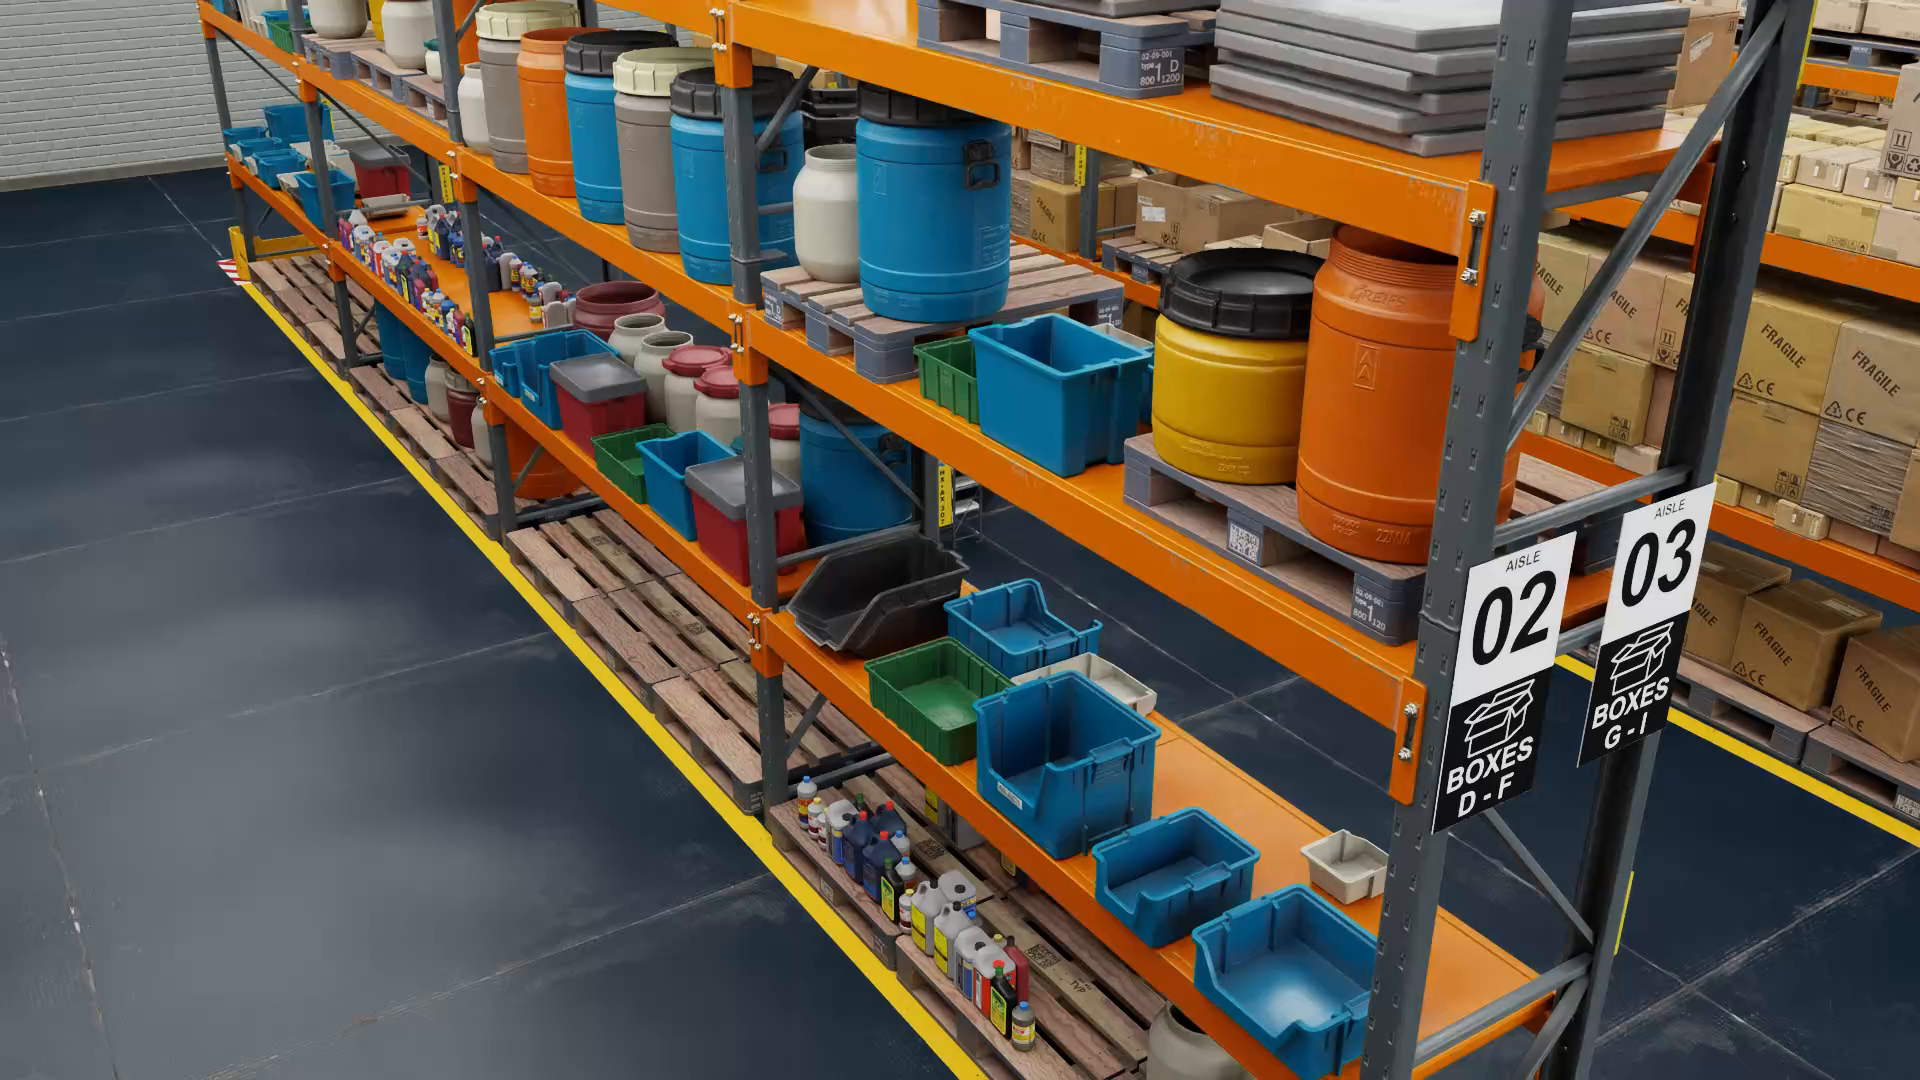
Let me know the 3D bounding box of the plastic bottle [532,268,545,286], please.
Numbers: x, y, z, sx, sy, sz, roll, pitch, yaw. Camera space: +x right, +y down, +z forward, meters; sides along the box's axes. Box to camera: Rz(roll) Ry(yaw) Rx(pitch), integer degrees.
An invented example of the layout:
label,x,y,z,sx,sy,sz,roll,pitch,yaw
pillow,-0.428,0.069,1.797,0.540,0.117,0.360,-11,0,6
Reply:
label,x,y,z,sx,sy,sz,roll,pitch,yaw
plastic bottle,-3.117,-1.885,12.327,0.061,0.283,0.133,-16,29,-30

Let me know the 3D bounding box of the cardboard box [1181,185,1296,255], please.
label,x,y,z,sx,sy,sz,roll,pitch,yaw
cardboard box,2.128,-2.430,12.737,0.700,0.500,0.500,-11,27,-22

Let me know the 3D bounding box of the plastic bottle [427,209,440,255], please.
label,x,y,z,sx,sy,sz,roll,pitch,yaw
plastic bottle,-4.267,-2.523,13.601,0.144,0.351,0.185,-16,29,-30

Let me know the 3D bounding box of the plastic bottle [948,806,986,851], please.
label,x,y,z,sx,sy,sz,roll,pitch,yaw
plastic bottle,0.033,1.338,8.039,0.152,0.276,0.135,-16,29,-30

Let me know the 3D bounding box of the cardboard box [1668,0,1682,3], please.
label,x,y,z,sx,sy,sz,roll,pitch,yaw
cardboard box,6.107,-4.709,14.227,0.500,0.250,0.500,-15,29,-28

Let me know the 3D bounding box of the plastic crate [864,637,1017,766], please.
label,x,y,z,sx,sy,sz,roll,pitch,yaw
plastic crate,-0.050,0.677,7.012,0.450,0.188,0.662,-16,29,-30

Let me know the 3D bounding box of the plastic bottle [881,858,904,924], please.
label,x,y,z,sx,sy,sz,roll,pitch,yaw
plastic bottle,-0.304,1.581,7.516,0.061,0.283,0.133,-14,29,-27

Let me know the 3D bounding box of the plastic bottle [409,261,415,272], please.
label,x,y,z,sx,sy,sz,roll,pitch,yaw
plastic bottle,-4.063,-1.930,12.424,0.061,0.283,0.133,-16,29,-30

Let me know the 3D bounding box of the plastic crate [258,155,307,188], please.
label,x,y,z,sx,sy,sz,roll,pitch,yaw
plastic crate,-6.364,-3.470,15.675,0.416,0.233,0.300,-16,29,-30

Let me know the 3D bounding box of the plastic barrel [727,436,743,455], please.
label,x,y,z,sx,sy,sz,roll,pitch,yaw
plastic barrel,-1.149,-0.417,9.243,0.301,0.262,0.301,0,25,0

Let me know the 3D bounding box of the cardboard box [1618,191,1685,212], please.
label,x,y,z,sx,sy,sz,roll,pitch,yaw
cardboard box,3.919,-2.004,9.106,0.500,0.250,0.500,-16,30,-30

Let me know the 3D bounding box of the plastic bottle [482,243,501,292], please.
label,x,y,z,sx,sy,sz,roll,pitch,yaw
plastic bottle,-3.599,-2.079,12.660,0.144,0.351,0.185,-16,29,-30

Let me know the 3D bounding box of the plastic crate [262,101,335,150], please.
label,x,y,z,sx,sy,sz,roll,pitch,yaw
plastic crate,-6.766,-4.229,17.045,0.616,0.435,0.499,-16,29,-30

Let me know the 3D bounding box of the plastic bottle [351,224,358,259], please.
label,x,y,z,sx,sy,sz,roll,pitch,yaw
plastic bottle,-4.875,-2.423,13.482,0.097,0.271,0.097,0,25,0

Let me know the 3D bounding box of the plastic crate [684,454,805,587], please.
label,x,y,z,sx,sy,sz,roll,pitch,yaw
plastic crate,-1.075,-0.101,8.337,0.402,0.464,0.583,-16,29,-30

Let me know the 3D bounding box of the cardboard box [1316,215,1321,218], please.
label,x,y,z,sx,sy,sz,roll,pitch,yaw
cardboard box,4.207,-3.466,17.976,0.500,0.500,0.500,-15,29,-29

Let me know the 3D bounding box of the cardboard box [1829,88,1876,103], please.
label,x,y,z,sx,sy,sz,roll,pitch,yaw
cardboard box,9.766,-5.019,17.873,0.500,0.500,0.500,-16,30,-31

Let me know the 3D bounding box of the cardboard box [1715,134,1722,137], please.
label,x,y,z,sx,sy,sz,roll,pitch,yaw
cardboard box,4.089,-2.030,8.695,0.380,0.149,0.250,-16,30,-31

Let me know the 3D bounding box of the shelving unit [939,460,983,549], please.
label,x,y,z,sx,sy,sz,roll,pitch,yaw
shelving unit,-0.004,-0.410,11.526,0.258,0.900,0.210,-16,29,-30

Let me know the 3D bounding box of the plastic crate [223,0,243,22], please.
label,x,y,z,sx,sy,sz,roll,pitch,yaw
plastic crate,-6.502,-4.980,15.307,0.504,0.338,0.767,-16,29,-30

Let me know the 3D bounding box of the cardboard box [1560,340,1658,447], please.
label,x,y,z,sx,sy,sz,roll,pitch,yaw
cardboard box,4.032,-0.941,9.727,0.875,0.500,0.500,-16,29,-30

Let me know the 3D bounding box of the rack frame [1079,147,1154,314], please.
label,x,y,z,sx,sy,sz,roll,pitch,yaw
rack frame,1.411,-2.555,13.611,1.000,3.000,0.127,-16,29,-30

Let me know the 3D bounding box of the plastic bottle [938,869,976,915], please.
label,x,y,z,sx,sy,sz,roll,pitch,yaw
plastic bottle,-0.016,1.624,7.433,0.152,0.276,0.135,-16,29,-30

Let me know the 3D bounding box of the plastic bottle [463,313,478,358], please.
label,x,y,z,sx,sy,sz,roll,pitch,yaw
plastic bottle,-3.317,-1.393,11.286,0.061,0.283,0.133,-16,29,-30

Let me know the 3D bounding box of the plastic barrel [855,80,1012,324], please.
label,x,y,z,sx,sy,sz,roll,pitch,yaw
plastic barrel,-0.101,-1.362,6.491,0.600,0.901,0.708,-16,29,-30

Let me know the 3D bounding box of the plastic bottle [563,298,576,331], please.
label,x,y,z,sx,sy,sz,roll,pitch,yaw
plastic bottle,-2.704,-1.575,11.680,0.152,0.276,0.135,-16,29,-30

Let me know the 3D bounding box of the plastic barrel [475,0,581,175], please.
label,x,y,z,sx,sy,sz,roll,pitch,yaw
plastic barrel,-2.472,-2.639,9.689,0.600,0.901,0.600,0,25,0

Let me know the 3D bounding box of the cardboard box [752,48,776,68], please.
label,x,y,z,sx,sy,sz,roll,pitch,yaw
cardboard box,-2.359,-5.225,18.215,0.500,0.500,0.500,-16,30,-31

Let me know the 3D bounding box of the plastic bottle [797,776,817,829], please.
label,x,y,z,sx,sy,sz,roll,pitch,yaw
plastic bottle,-0.748,1.281,8.166,0.097,0.271,0.097,0,25,0

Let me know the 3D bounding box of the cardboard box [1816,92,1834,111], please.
label,x,y,z,sx,sy,sz,roll,pitch,yaw
cardboard box,9.658,-5.030,19.030,0.500,0.250,0.500,-16,30,-30

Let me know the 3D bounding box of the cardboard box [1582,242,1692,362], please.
label,x,y,z,sx,sy,sz,roll,pitch,yaw
cardboard box,3.902,-1.357,9.437,0.500,0.500,0.500,-16,29,-30

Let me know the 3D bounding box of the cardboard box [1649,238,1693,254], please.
label,x,y,z,sx,sy,sz,roll,pitch,yaw
cardboard box,4.345,-1.481,9.698,0.500,0.500,0.500,-16,29,-30

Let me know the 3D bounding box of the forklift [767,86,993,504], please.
label,x,y,z,sx,sy,sz,roll,pitch,yaw
forklift,-0.951,-2.000,12.515,1.130,2.935,3.031,-14,29,-28

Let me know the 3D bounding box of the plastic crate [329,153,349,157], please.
label,x,y,z,sx,sy,sz,roll,pitch,yaw
plastic crate,-5.770,-3.539,15.820,0.416,0.233,0.300,-16,29,-30

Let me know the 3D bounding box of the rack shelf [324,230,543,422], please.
label,x,y,z,sx,sy,sz,roll,pitch,yaw
rack shelf,-3.830,-1.791,12.835,1.077,0.370,4.000,-16,29,-30

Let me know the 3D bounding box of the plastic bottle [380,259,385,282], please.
label,x,y,z,sx,sy,sz,roll,pitch,yaw
plastic bottle,-4.443,-2.108,12.897,0.097,0.201,0.097,0,25,0

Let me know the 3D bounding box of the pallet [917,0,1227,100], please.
label,x,y,z,sx,sy,sz,roll,pitch,yaw
pallet,0.589,-1.691,5.444,1.003,0.211,1.213,-16,29,-30

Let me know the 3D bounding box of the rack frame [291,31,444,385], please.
label,x,y,z,sx,sy,sz,roll,pitch,yaw
rack frame,-4.922,-2.831,14.196,1.000,3.000,0.127,-16,29,-30

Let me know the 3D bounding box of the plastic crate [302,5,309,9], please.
label,x,y,z,sx,sy,sz,roll,pitch,yaw
plastic crate,-5.770,-4.818,15.200,0.437,0.136,0.530,-16,29,-30

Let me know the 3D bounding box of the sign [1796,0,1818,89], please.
label,x,y,z,sx,sy,sz,roll,pitch,yaw
sign,2.092,-1.284,4.136,0.100,0.325,0.005,-16,29,-30

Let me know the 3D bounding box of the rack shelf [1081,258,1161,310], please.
label,x,y,z,sx,sy,sz,roll,pitch,yaw
rack shelf,2.503,-1.514,12.249,1.077,0.370,4.000,-16,29,-30

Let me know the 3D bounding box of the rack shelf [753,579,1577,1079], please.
label,x,y,z,sx,sy,sz,roll,pitch,yaw
rack shelf,0.537,1.071,6.773,1.077,0.370,4.000,-16,29,-30

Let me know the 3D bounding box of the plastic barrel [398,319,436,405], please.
label,x,y,z,sx,sy,sz,roll,pitch,yaw
plastic barrel,-4.253,-1.621,13.598,0.600,0.901,0.708,-16,29,-30

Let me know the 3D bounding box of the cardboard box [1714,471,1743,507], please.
label,x,y,z,sx,sy,sz,roll,pitch,yaw
cardboard box,4.290,-0.330,9.192,0.380,0.149,0.250,-16,29,-30

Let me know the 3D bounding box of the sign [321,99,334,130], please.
label,x,y,z,sx,sy,sz,roll,pitch,yaw
sign,-6.653,-4.470,17.476,0.100,0.325,0.005,-16,29,-30

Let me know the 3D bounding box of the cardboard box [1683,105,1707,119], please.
label,x,y,z,sx,sy,sz,roll,pitch,yaw
cardboard box,4.293,-2.358,9.388,0.380,0.149,0.250,-17,30,-32

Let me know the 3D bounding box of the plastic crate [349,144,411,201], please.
label,x,y,z,sx,sy,sz,roll,pitch,yaw
plastic crate,-5.199,-3.265,14.970,0.402,0.464,0.583,-16,29,-30

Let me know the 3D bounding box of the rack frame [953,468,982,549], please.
label,x,y,z,sx,sy,sz,roll,pitch,yaw
rack frame,0.051,-0.373,11.449,0.240,0.900,0.006,-16,29,-30

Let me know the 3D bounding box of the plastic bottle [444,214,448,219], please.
label,x,y,z,sx,sy,sz,roll,pitch,yaw
plastic bottle,-4.237,-2.579,13.807,0.152,0.276,0.135,-16,29,-30

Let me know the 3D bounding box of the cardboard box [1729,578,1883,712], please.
label,x,y,z,sx,sy,sz,roll,pitch,yaw
cardboard box,4.771,0.586,9.394,0.500,0.500,0.500,-13,28,-25

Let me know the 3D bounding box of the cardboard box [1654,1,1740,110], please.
label,x,y,z,sx,sy,sz,roll,pitch,yaw
cardboard box,4.054,-2.785,9.533,0.500,0.500,0.500,-17,30,-31

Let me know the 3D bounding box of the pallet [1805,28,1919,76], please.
label,x,y,z,sx,sy,sz,roll,pitch,yaw
pallet,7.264,-3.830,13.023,0.805,0.209,1.217,-17,30,-32

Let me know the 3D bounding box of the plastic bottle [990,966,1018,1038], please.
label,x,y,z,sx,sy,sz,roll,pitch,yaw
plastic bottle,0.180,1.898,6.845,0.061,0.283,0.133,-15,29,-28

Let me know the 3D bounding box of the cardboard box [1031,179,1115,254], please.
label,x,y,z,sx,sy,sz,roll,pitch,yaw
cardboard box,0.934,-2.719,13.841,0.500,0.500,0.500,-15,29,-28

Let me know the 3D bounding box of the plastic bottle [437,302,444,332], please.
label,x,y,z,sx,sy,sz,roll,pitch,yaw
plastic bottle,-3.650,-1.589,11.796,0.097,0.201,0.097,0,25,0

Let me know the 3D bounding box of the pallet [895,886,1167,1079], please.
label,x,y,z,sx,sy,sz,roll,pitch,yaw
pallet,0.447,1.978,7.276,1.003,0.211,1.213,-16,29,-30

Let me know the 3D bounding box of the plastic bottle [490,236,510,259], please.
label,x,y,z,sx,sy,sz,roll,pitch,yaw
plastic bottle,-3.545,-2.163,12.837,0.144,0.351,0.185,-16,29,-30

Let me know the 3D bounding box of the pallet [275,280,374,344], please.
label,x,y,z,sx,sy,sz,roll,pitch,yaw
pallet,-6.026,-2.261,16.255,1.003,0.211,1.213,-16,29,-30
